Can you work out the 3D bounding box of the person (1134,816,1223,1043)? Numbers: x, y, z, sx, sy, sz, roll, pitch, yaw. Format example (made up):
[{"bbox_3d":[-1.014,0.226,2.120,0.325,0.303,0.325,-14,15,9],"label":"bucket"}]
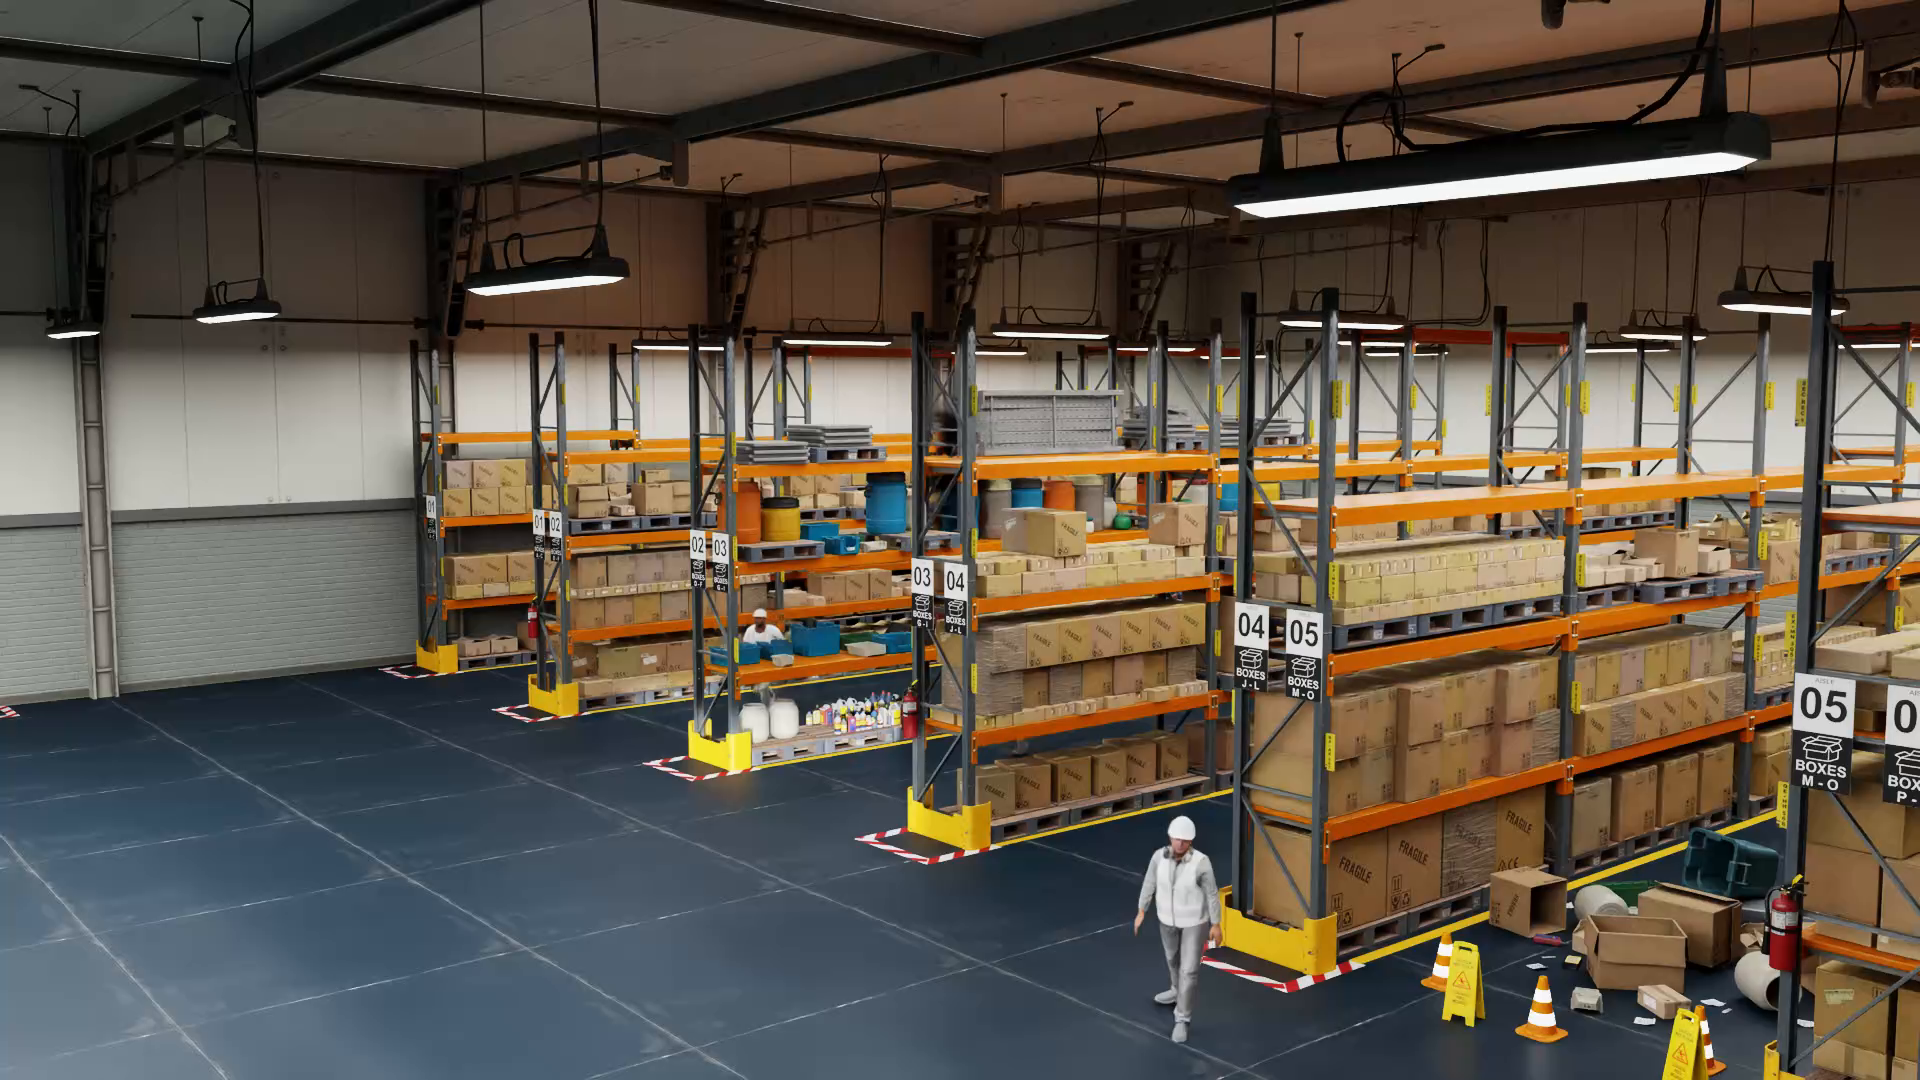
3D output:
[{"bbox_3d":[1.783,3.060,13.455,0.678,1.729,0.881,3,6,33],"label":"person"}]

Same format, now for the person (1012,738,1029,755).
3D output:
[{"bbox_3d":[0.753,2.156,23.013,0.758,1.732,0.704,-5,7,-43],"label":"person"}]

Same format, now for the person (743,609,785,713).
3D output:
[{"bbox_3d":[-3.058,1.911,26.070,0.697,1.715,0.768,2,6,23],"label":"person"}]
